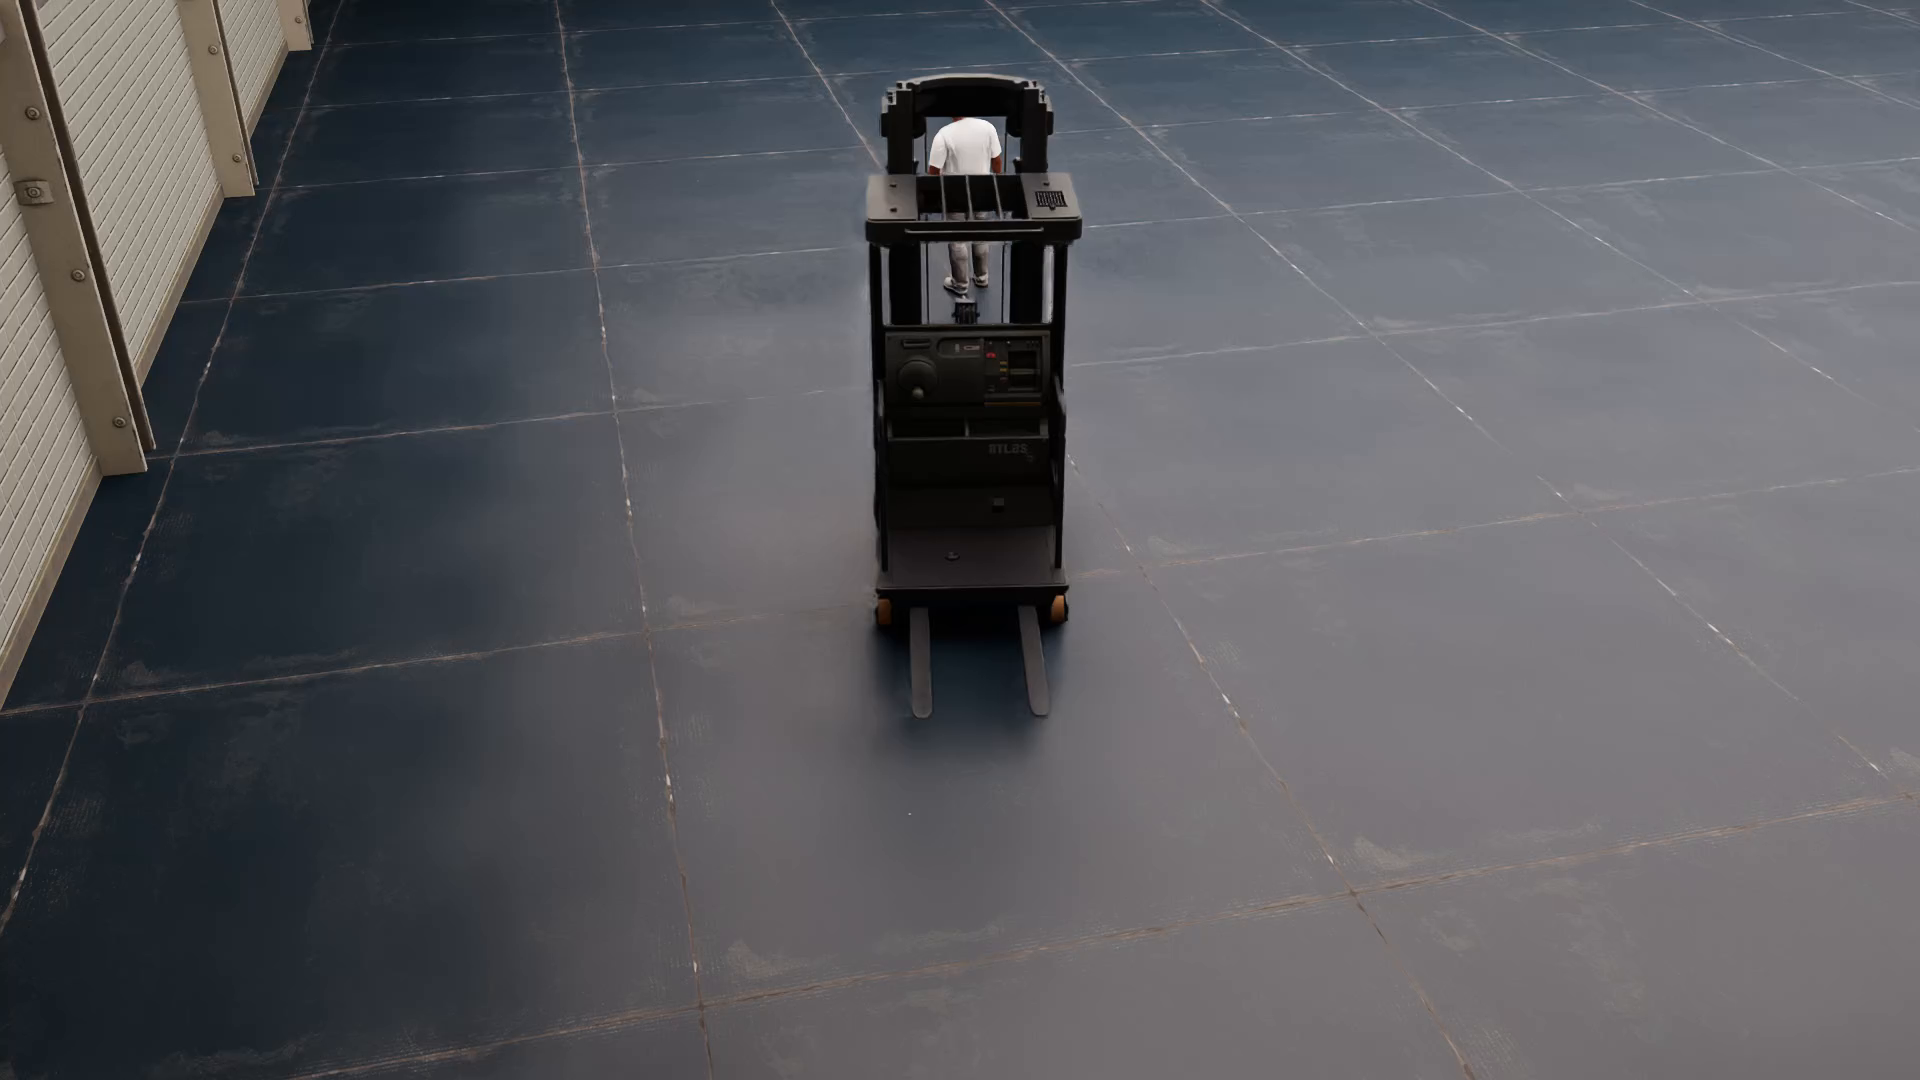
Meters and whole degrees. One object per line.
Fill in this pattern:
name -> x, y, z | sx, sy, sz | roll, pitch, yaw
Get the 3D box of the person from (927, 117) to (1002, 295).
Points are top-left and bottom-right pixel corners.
person -> -0.001, -2.900, 13.731 | 0.666, 1.765, 0.577 | -11, 32, -17

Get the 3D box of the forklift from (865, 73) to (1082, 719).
forklift -> 0.054, -0.931, 9.183 | 1.130, 2.935, 3.031 | -1, 30, -2
